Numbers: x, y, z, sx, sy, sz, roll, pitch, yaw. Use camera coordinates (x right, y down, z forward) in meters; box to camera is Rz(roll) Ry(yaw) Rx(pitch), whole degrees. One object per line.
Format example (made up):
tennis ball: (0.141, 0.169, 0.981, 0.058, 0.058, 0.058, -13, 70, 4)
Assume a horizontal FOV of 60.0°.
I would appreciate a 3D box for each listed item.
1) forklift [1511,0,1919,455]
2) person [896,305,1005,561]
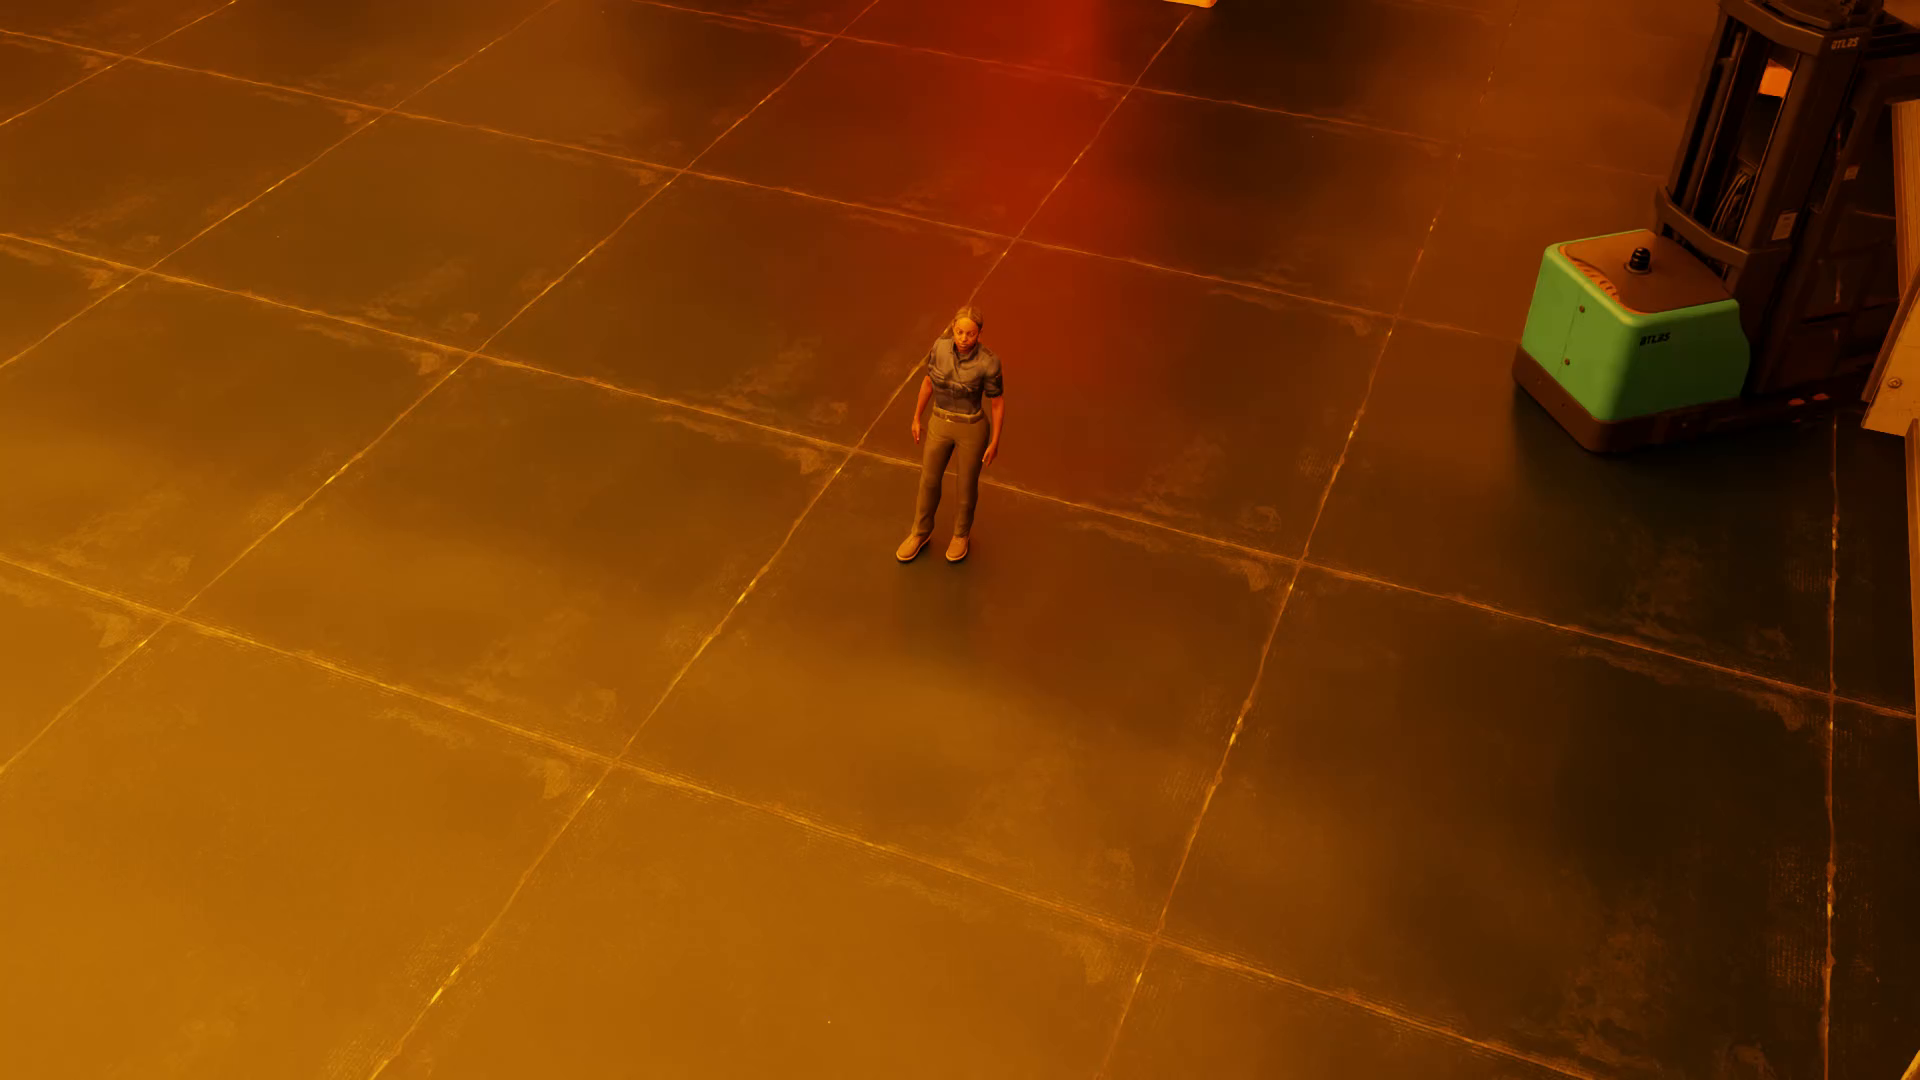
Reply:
forklift: (5.406, -2.229, 10.669, 3.031, 2.935, 1.130, -11, 41, -13)
person: (-0.052, -0.593, 9.698, 0.569, 1.654, 0.504, 15, 42, 17)
